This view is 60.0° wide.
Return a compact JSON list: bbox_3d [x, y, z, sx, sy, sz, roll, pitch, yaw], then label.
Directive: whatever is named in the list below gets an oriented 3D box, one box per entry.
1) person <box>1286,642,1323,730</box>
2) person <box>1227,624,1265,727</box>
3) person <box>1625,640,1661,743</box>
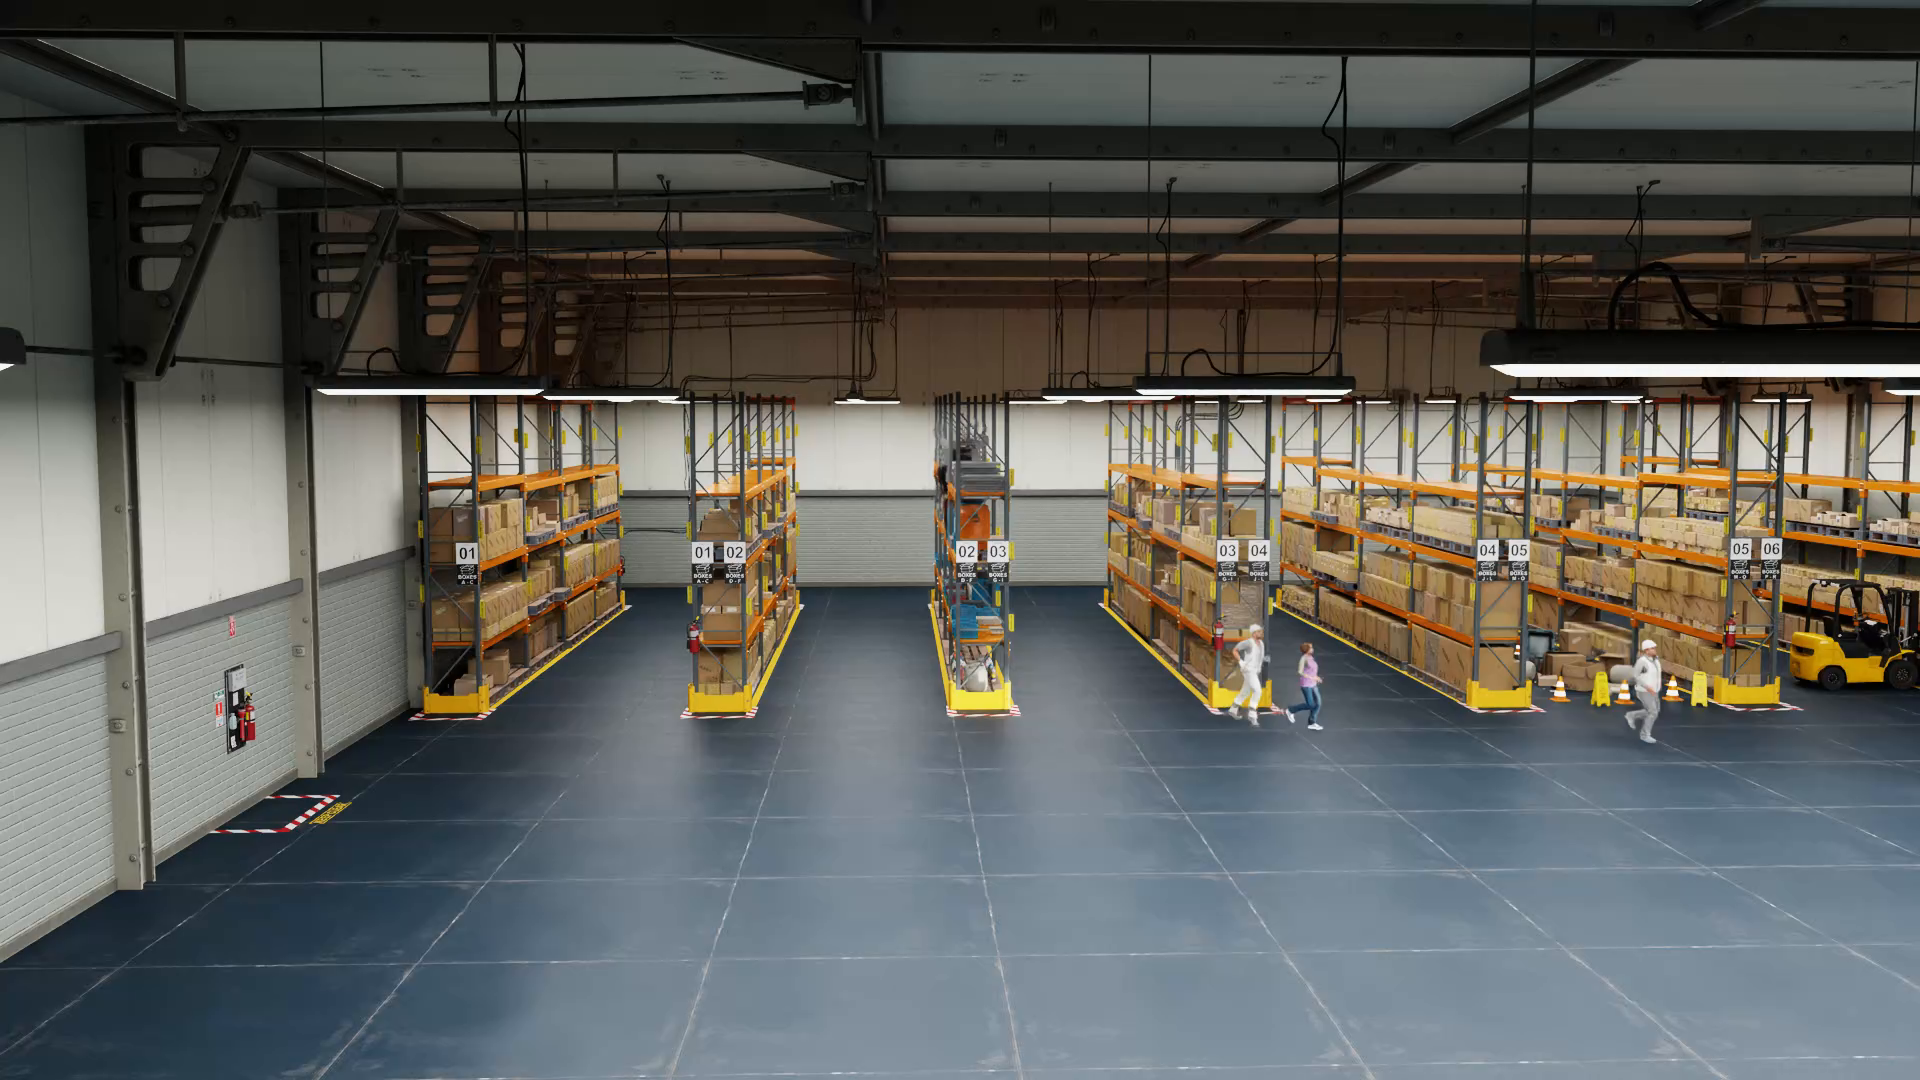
[{"bbox_3d":[6.144,2.580,29.539,0.667,1.551,0.544,3,5,33],"label":"person"},{"bbox_3d":[5.240,2.428,30.131,0.697,1.839,0.645,4,6,38],"label":"person"},{"bbox_3d":[11.736,2.575,28.572,0.668,1.756,0.651,-4,6,-39],"label":"person"}]
